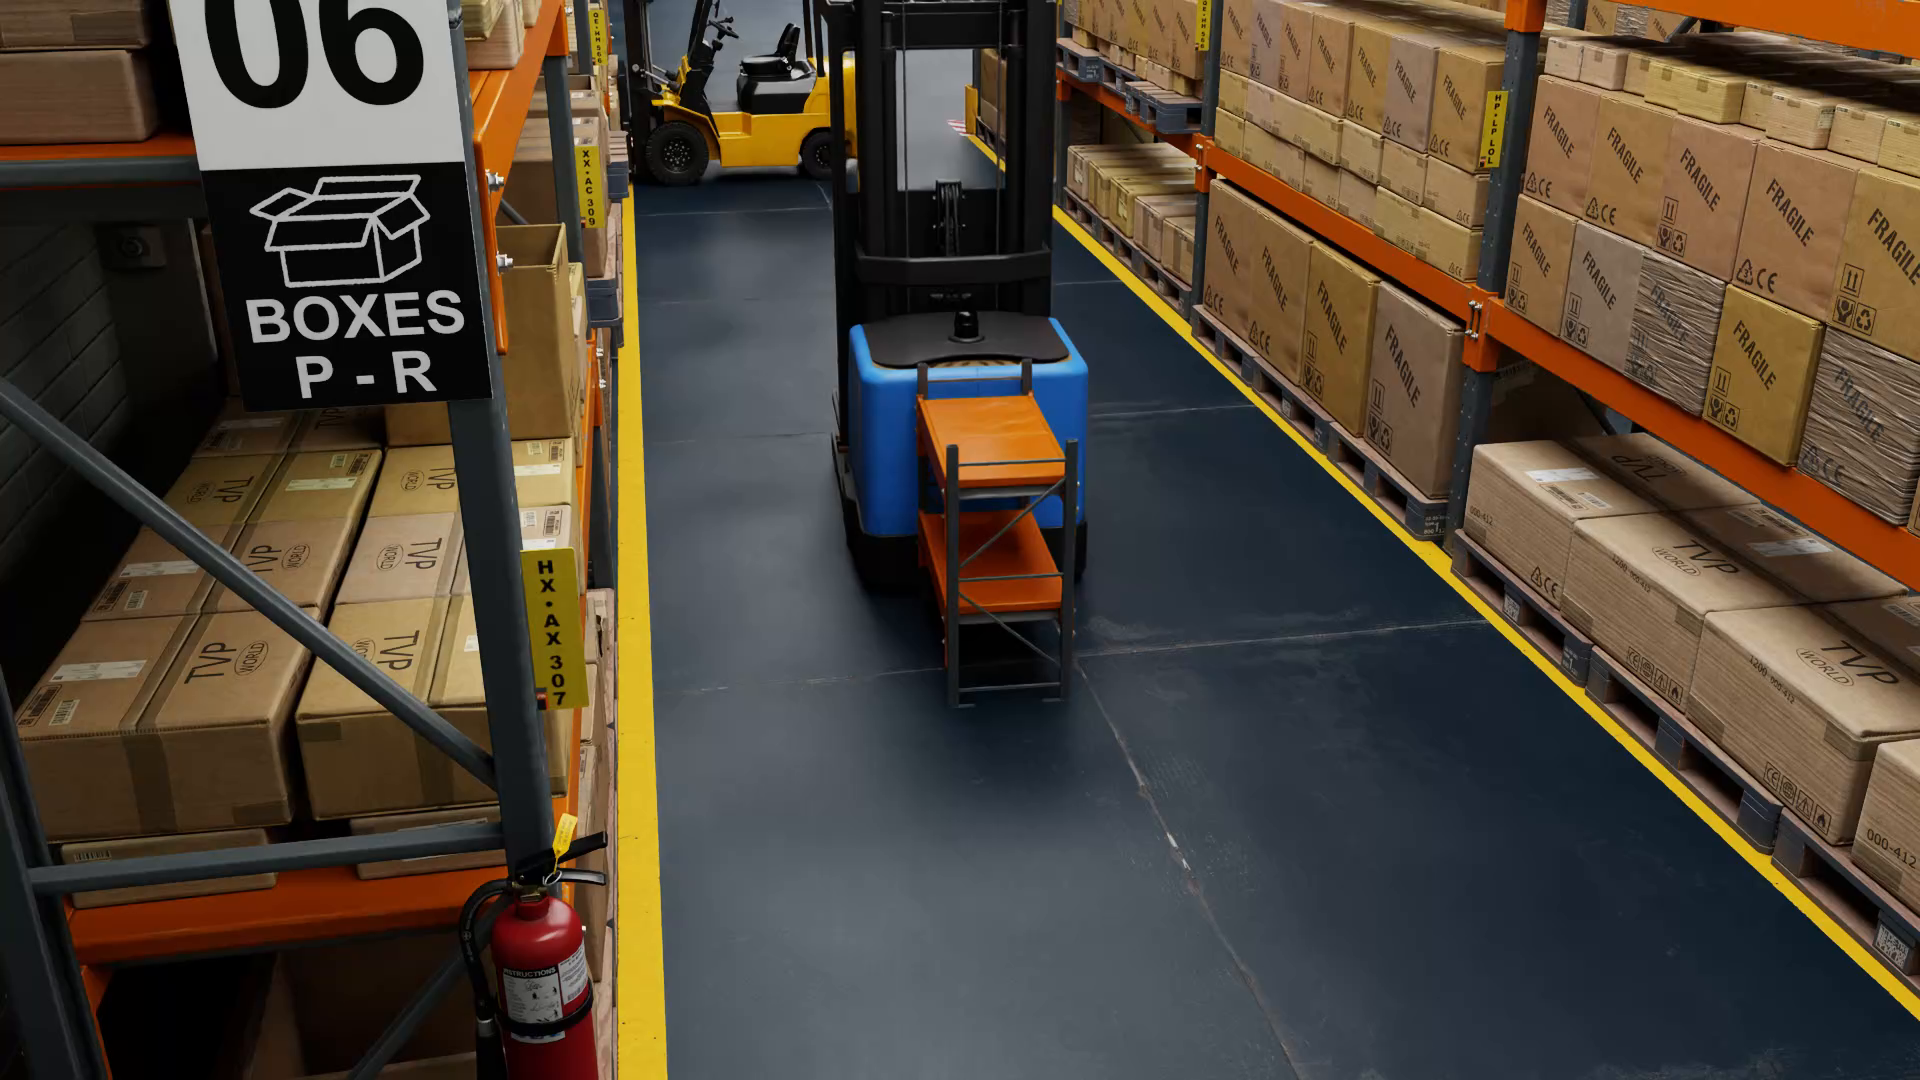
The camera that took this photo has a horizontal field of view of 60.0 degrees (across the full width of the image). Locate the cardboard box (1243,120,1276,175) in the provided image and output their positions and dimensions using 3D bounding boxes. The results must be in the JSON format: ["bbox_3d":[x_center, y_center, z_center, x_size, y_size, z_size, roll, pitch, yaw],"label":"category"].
[{"bbox_3d":[2.078,-2.432,10.259,0.500,0.250,0.500,-5,24,-11],"label":"cardboard box"}]

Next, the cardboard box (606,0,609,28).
[{"bbox_3d":[-3.799,-5.358,16.644,0.500,0.500,0.500,-4,24,-8],"label":"cardboard box"}]

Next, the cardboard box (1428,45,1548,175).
[{"bbox_3d":[2.532,-2.001,7.709,0.500,0.500,0.500,-4,24,-8],"label":"cardboard box"}]

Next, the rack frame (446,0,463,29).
[{"bbox_3d":[-1.276,-2.146,1.921,1.000,3.000,0.127,-4,24,-10],"label":"rack frame"}]

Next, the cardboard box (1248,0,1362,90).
[{"bbox_3d":[2.074,-3.010,10.021,0.500,0.500,0.500,-4,24,-10],"label":"cardboard box"}]

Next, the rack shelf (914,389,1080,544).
[{"bbox_3d":[0.131,-0.321,6.848,0.538,0.278,1.000,-3,24,-7],"label":"rack shelf"}]

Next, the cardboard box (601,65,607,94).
[{"bbox_3d":[-3.046,-3.672,13.098,0.500,0.250,0.500,-4,24,-10],"label":"cardboard box"}]

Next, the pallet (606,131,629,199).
[{"bbox_3d":[-2.561,-2.195,9.767,1.213,0.211,1.003,-4,24,-10],"label":"pallet"}]

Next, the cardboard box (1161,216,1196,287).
[{"bbox_3d":[2.027,-2.124,12.124,0.950,0.372,0.625,-6,24,-13],"label":"cardboard box"}]

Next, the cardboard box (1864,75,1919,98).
[{"bbox_3d":[3.406,-1.536,5.834,0.380,0.149,0.250,-5,24,-11],"label":"cardboard box"}]

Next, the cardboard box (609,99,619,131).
[{"bbox_3d":[-3.276,-3.721,14.684,0.500,0.250,0.500,-5,24,-11],"label":"cardboard box"}]

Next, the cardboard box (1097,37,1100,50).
[{"bbox_3d":[1.339,-4.118,13.720,0.380,0.149,0.250,-3,24,-6],"label":"cardboard box"}]

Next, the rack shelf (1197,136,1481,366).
[{"bbox_3d":[2.492,-1.796,9.514,1.077,0.370,4.000,-4,24,-10],"label":"rack shelf"}]

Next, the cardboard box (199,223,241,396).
[{"bbox_3d":[-2.002,-0.776,5.159,0.500,0.500,0.500,-5,24,-11],"label":"cardboard box"}]

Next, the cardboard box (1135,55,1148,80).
[{"bbox_3d":[1.516,-3.504,12.315,0.380,0.149,0.250,-4,24,-9],"label":"cardboard box"}]

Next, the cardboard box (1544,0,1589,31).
[{"bbox_3d":[6.148,-5.105,16.004,0.875,0.550,0.550,-4,24,-10],"label":"cardboard box"}]

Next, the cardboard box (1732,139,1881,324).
[{"bbox_3d":[2.973,-1.038,5.505,0.500,0.500,0.500,-4,24,-10],"label":"cardboard box"}]

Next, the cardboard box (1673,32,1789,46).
[{"bbox_3d":[3.231,-2.043,6.996,0.380,0.149,0.250,-5,24,-11],"label":"cardboard box"}]

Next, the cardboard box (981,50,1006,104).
[{"bbox_3d":[0.525,-4.988,17.898,0.500,0.500,0.500,-5,24,-12],"label":"cardboard box"}]

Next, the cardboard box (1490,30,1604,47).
[{"bbox_3d":[2.942,-2.236,8.247,0.500,0.500,0.500,-4,24,-10],"label":"cardboard box"}]

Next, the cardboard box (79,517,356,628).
[{"bbox_3d":[-1.716,0.171,3.926,0.500,0.250,0.500,-4,24,-10],"label":"cardboard box"}]

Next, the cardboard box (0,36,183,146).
[{"bbox_3d":[-1.563,-0.765,2.821,0.380,0.149,0.250,-4,24,-8],"label":"cardboard box"}]

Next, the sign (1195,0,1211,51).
[{"bbox_3d":[1.590,-3.363,10.855,0.100,0.325,0.005,-4,24,-10],"label":"sign"}]

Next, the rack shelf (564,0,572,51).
[{"bbox_3d":[-2.386,-2.802,8.069,1.077,0.370,4.000,-4,24,-10],"label":"rack shelf"}]

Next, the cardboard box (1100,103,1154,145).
[{"bbox_3d":[1.539,-4.014,15.667,0.500,0.500,0.500,-3,24,-7],"label":"cardboard box"}]

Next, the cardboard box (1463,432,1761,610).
[{"bbox_3d":[2.872,-0.103,7.414,0.875,0.438,0.875,-5,24,-11],"label":"cardboard box"}]

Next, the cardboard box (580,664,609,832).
[{"bbox_3d":[-1.415,0.754,5.375,0.500,0.500,0.500,-4,24,-9],"label":"cardboard box"}]

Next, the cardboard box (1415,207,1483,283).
[{"bbox_3d":[2.531,-1.428,7.960,0.500,0.250,0.500,-5,24,-11],"label":"cardboard box"}]

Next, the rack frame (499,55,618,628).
[{"bbox_3d":[-2.016,-0.971,6.724,1.000,3.000,0.127,-4,24,-10],"label":"rack frame"}]

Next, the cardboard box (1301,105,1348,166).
[{"bbox_3d":[2.228,-2.255,9.228,0.500,0.250,0.500,-4,24,-9],"label":"cardboard box"}]

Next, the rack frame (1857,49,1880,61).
[{"bbox_3d":[6.968,-3.319,12.101,1.000,3.000,0.127,-4,24,-10],"label":"rack frame"}]

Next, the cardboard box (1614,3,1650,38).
[{"bbox_3d":[6.155,-4.513,14.710,0.500,0.500,0.500,-4,24,-9],"label":"cardboard box"}]

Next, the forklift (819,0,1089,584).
[{"bbox_3d":[-0.117,-1.696,8.472,1.130,2.935,3.031,-3,24,-7],"label":"forklift"}]

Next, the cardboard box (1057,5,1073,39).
[{"bbox_3d":[1.056,-4.825,15.052,0.500,0.500,0.500,-5,24,-11],"label":"cardboard box"}]

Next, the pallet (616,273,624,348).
[{"bbox_3d":[-2.869,-1.593,11.633,1.003,0.211,1.213,-4,24,-10],"label":"pallet"}]

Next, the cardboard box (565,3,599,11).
[{"bbox_3d":[-2.976,-4.048,12.836,0.380,0.149,0.250,-5,24,-11],"label":"cardboard box"}]

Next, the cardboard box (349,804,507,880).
[{"bbox_3d":[-1.067,0.568,3.515,0.380,0.149,0.250,-4,24,-10],"label":"cardboard box"}]

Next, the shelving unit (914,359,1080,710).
[{"bbox_3d":[0.131,-0.053,6.965,0.538,1.125,1.048,-3,24,-7],"label":"shelving unit"}]

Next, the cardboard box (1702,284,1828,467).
[{"bbox_3d":[2.961,-0.584,5.715,0.500,0.500,0.500,-4,24,-8],"label":"cardboard box"}]

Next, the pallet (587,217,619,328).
[{"bbox_3d":[-2.056,-1.205,7.501,1.003,0.211,1.213,-4,24,-10],"label":"pallet"}]

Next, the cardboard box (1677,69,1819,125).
[{"bbox_3d":[2.823,-1.591,5.961,0.380,0.149,0.250,-5,24,-11],"label":"cardboard box"}]

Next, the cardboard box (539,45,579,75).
[{"bbox_3d":[-2.525,-3.034,10.514,0.380,0.149,0.250,-4,24,-8],"label":"cardboard box"}]

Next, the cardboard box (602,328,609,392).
[{"bbox_3d":[-2.284,-1.037,9.475,0.500,0.500,0.500,-3,24,-7],"label":"cardboard box"}]

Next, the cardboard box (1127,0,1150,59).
[{"bbox_3d":[1.564,-3.847,12.288,0.500,0.500,0.500,-6,24,-13],"label":"cardboard box"}]

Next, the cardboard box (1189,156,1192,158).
[{"bbox_3d":[2.521,-3.864,16.469,0.500,0.500,0.500,13,27,27],"label":"cardboard box"}]

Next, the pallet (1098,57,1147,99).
[{"bbox_3d":[1.716,-3.600,12.986,1.003,0.211,1.213,-4,24,-10],"label":"pallet"}]

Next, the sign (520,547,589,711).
[{"bbox_3d":[-0.743,0.166,3.041,0.100,0.325,0.005,-4,24,-10],"label":"sign"}]

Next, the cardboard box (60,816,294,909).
[{"bbox_3d":[-1.601,0.607,3.425,0.380,0.149,0.250,-5,24,-10],"label":"cardboard box"}]

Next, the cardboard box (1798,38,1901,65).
[{"bbox_3d":[6.621,-3.522,12.441,0.500,0.500,0.500,-4,24,-10],"label":"cardboard box"}]

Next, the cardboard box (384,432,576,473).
[{"bbox_3d":[-1.401,-0.260,4.914,0.500,0.250,0.500,-5,24,-11],"label":"cardboard box"}]

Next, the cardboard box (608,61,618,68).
[{"bbox_3d":[-3.743,-4.723,16.977,0.500,0.250,0.500,-4,24,-9],"label":"cardboard box"}]

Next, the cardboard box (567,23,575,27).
[{"bbox_3d":[-2.774,-3.541,11.675,0.380,0.149,0.250,-4,24,-9],"label":"cardboard box"}]

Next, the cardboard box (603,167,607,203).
[{"bbox_3d":[-1.895,-1.676,7.984,0.396,0.266,0.258,-3,24,-7],"label":"cardboard box"}]

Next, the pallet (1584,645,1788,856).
[{"bbox_3d":[3.154,0.724,6.328,1.003,0.211,1.213,-4,24,-10],"label":"pallet"}]
